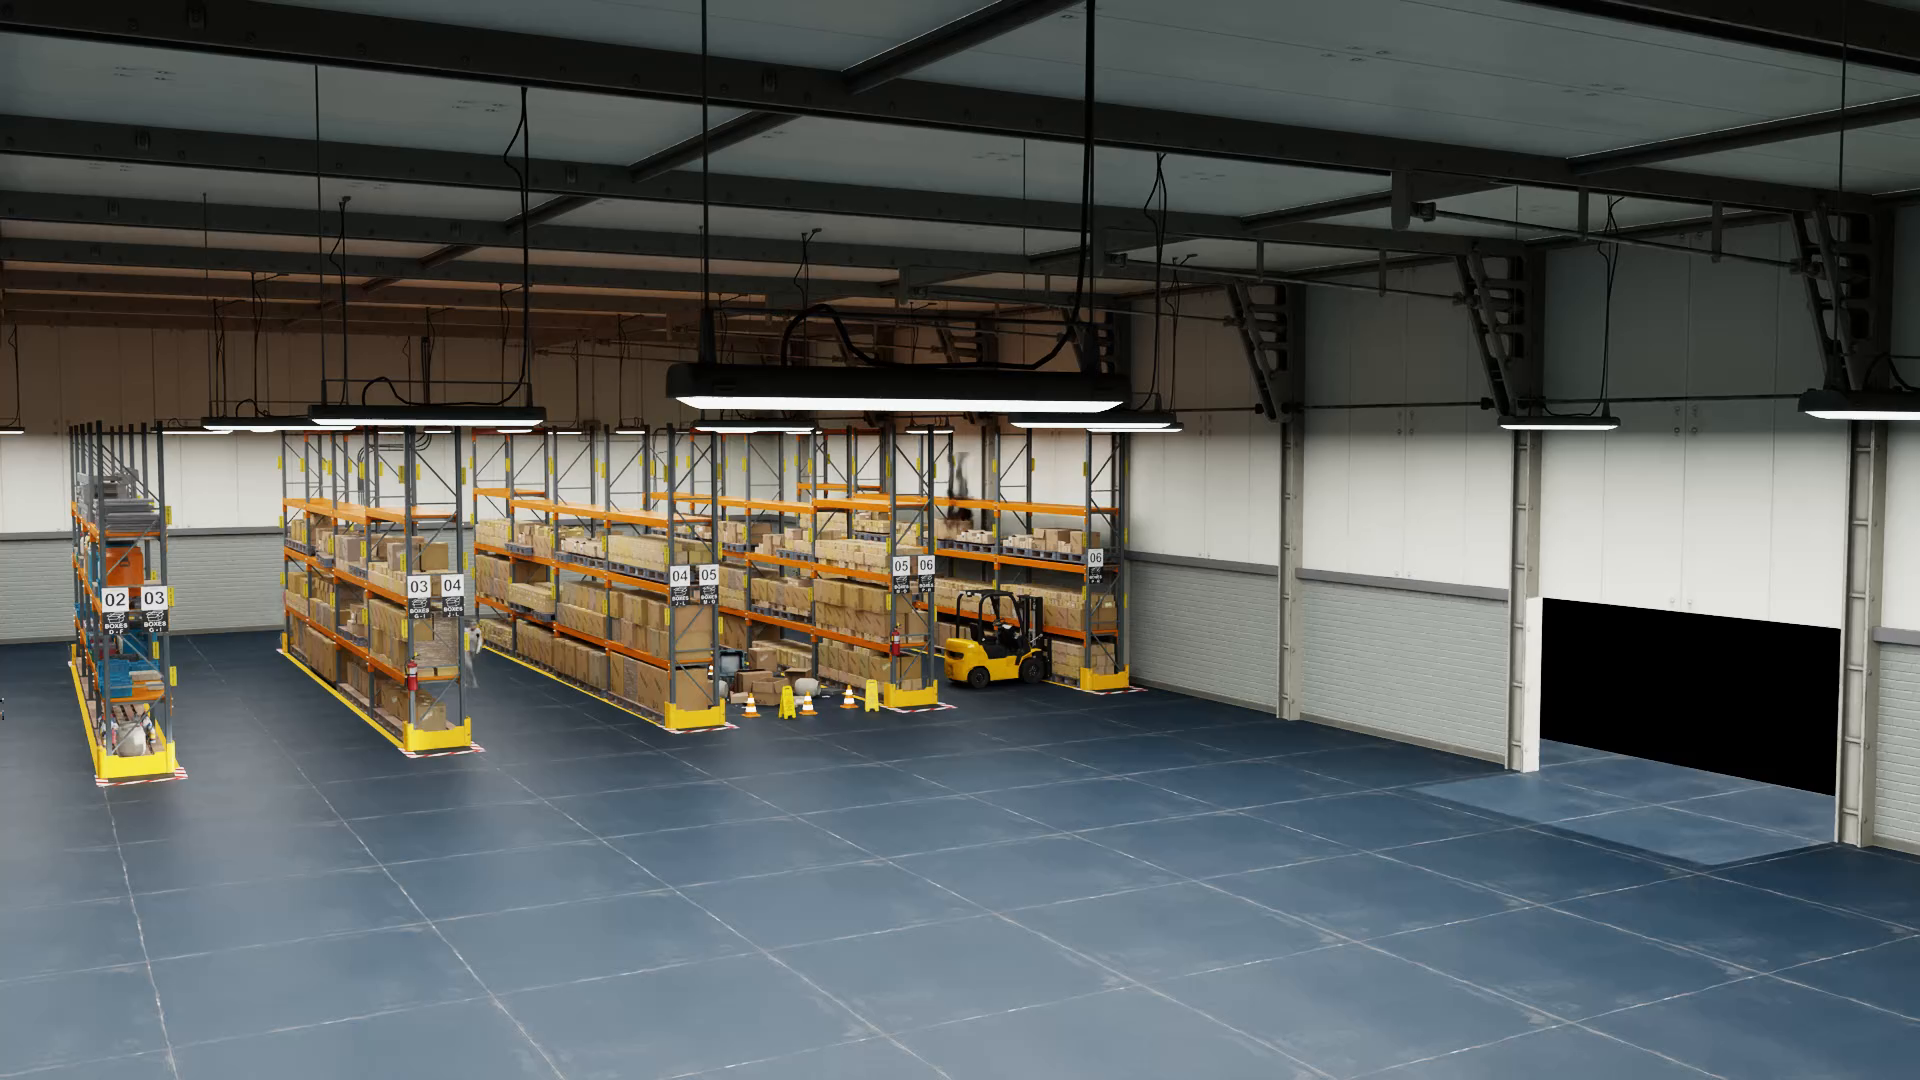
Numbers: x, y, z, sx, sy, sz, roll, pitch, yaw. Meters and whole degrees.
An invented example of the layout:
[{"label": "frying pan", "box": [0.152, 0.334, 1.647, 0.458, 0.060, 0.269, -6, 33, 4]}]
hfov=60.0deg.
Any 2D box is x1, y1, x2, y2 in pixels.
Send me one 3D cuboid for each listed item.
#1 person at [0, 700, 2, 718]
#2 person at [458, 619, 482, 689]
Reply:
[{"label": "person", "box": [-17.154, 3.137, 29.306, 0.553, 1.551, 0.519, 3, 5, 44]}, {"label": "person", "box": [-11.302, 2.588, 38.169, 0.638, 1.632, 0.929, -2, 4, -34]}]
